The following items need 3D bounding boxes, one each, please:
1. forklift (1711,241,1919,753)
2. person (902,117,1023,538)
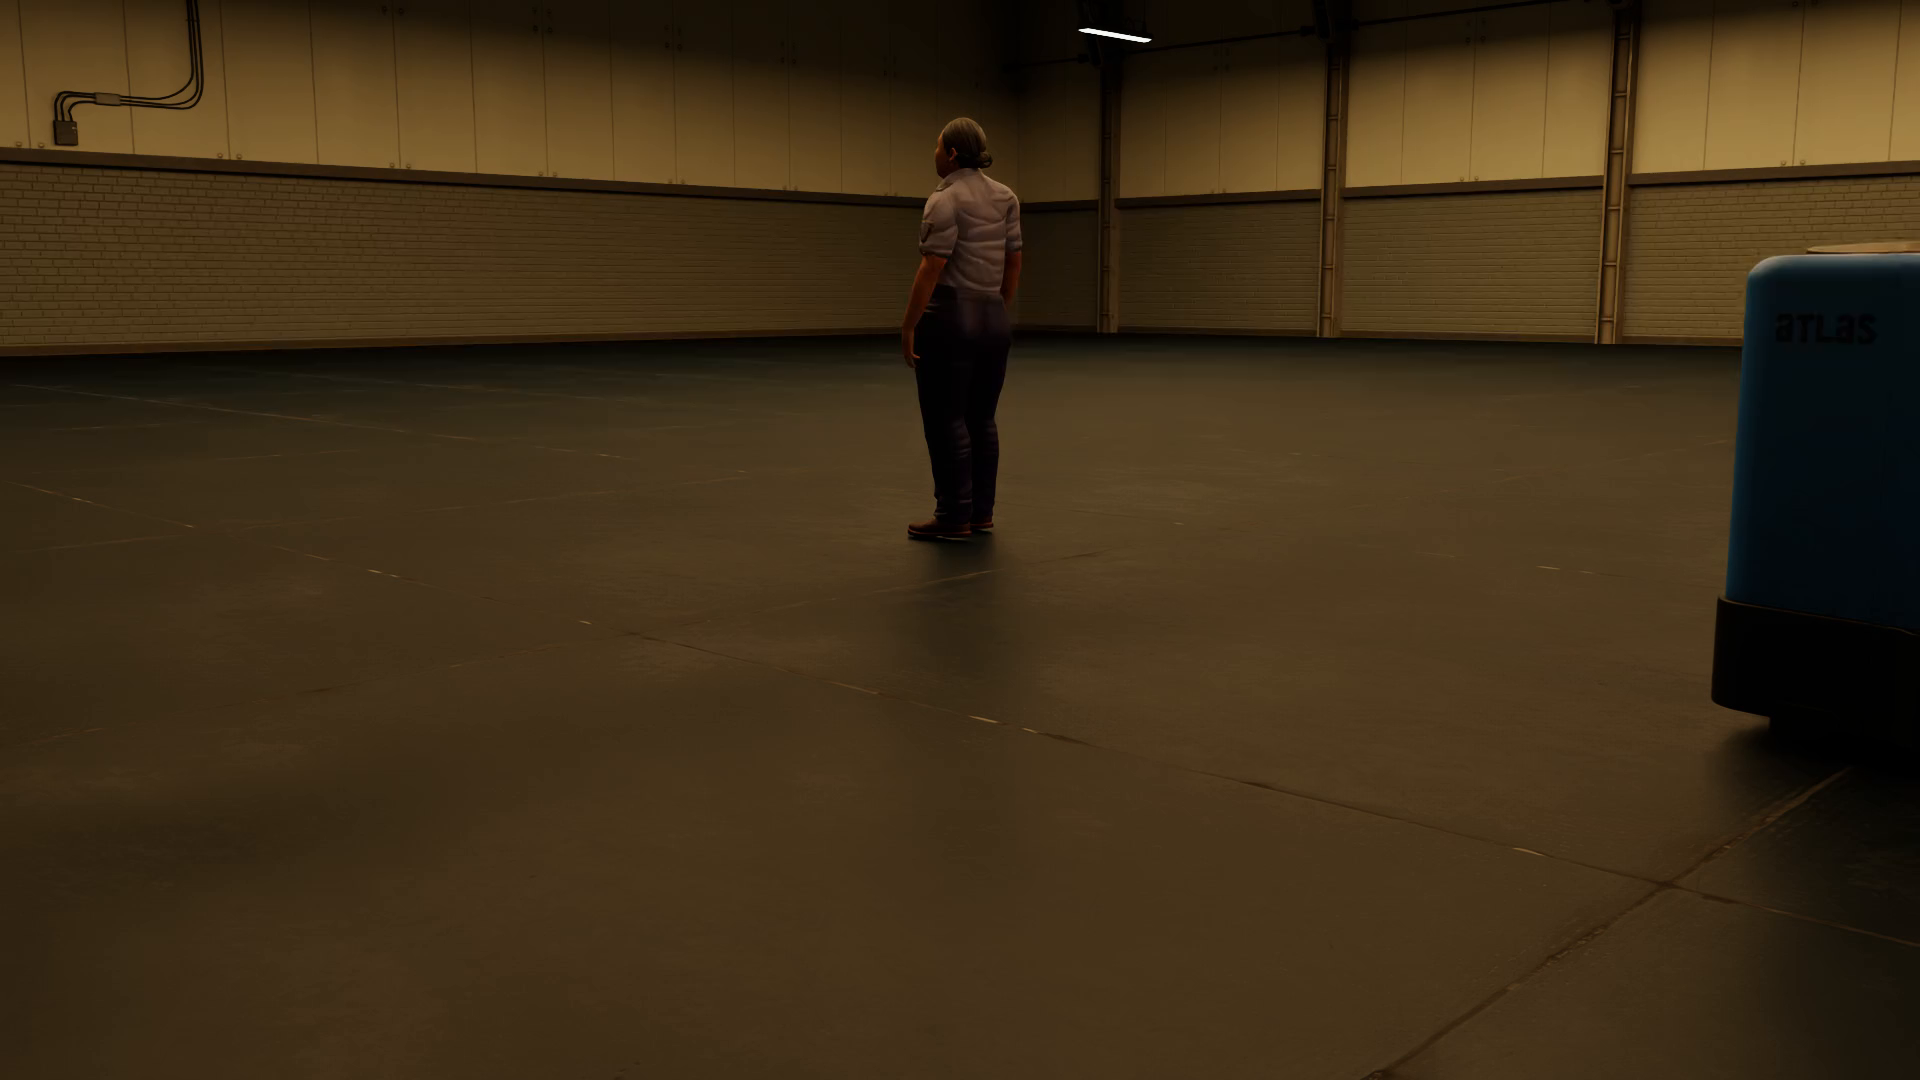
[{"bbox_3d":[2.989,-0.875,2.685,1.130,2.935,3.031,-6,11,-36],"label":"forklift"},{"bbox_3d":[-0.049,-0.833,6.672,0.502,1.651,0.598,8,12,43],"label":"person"}]
